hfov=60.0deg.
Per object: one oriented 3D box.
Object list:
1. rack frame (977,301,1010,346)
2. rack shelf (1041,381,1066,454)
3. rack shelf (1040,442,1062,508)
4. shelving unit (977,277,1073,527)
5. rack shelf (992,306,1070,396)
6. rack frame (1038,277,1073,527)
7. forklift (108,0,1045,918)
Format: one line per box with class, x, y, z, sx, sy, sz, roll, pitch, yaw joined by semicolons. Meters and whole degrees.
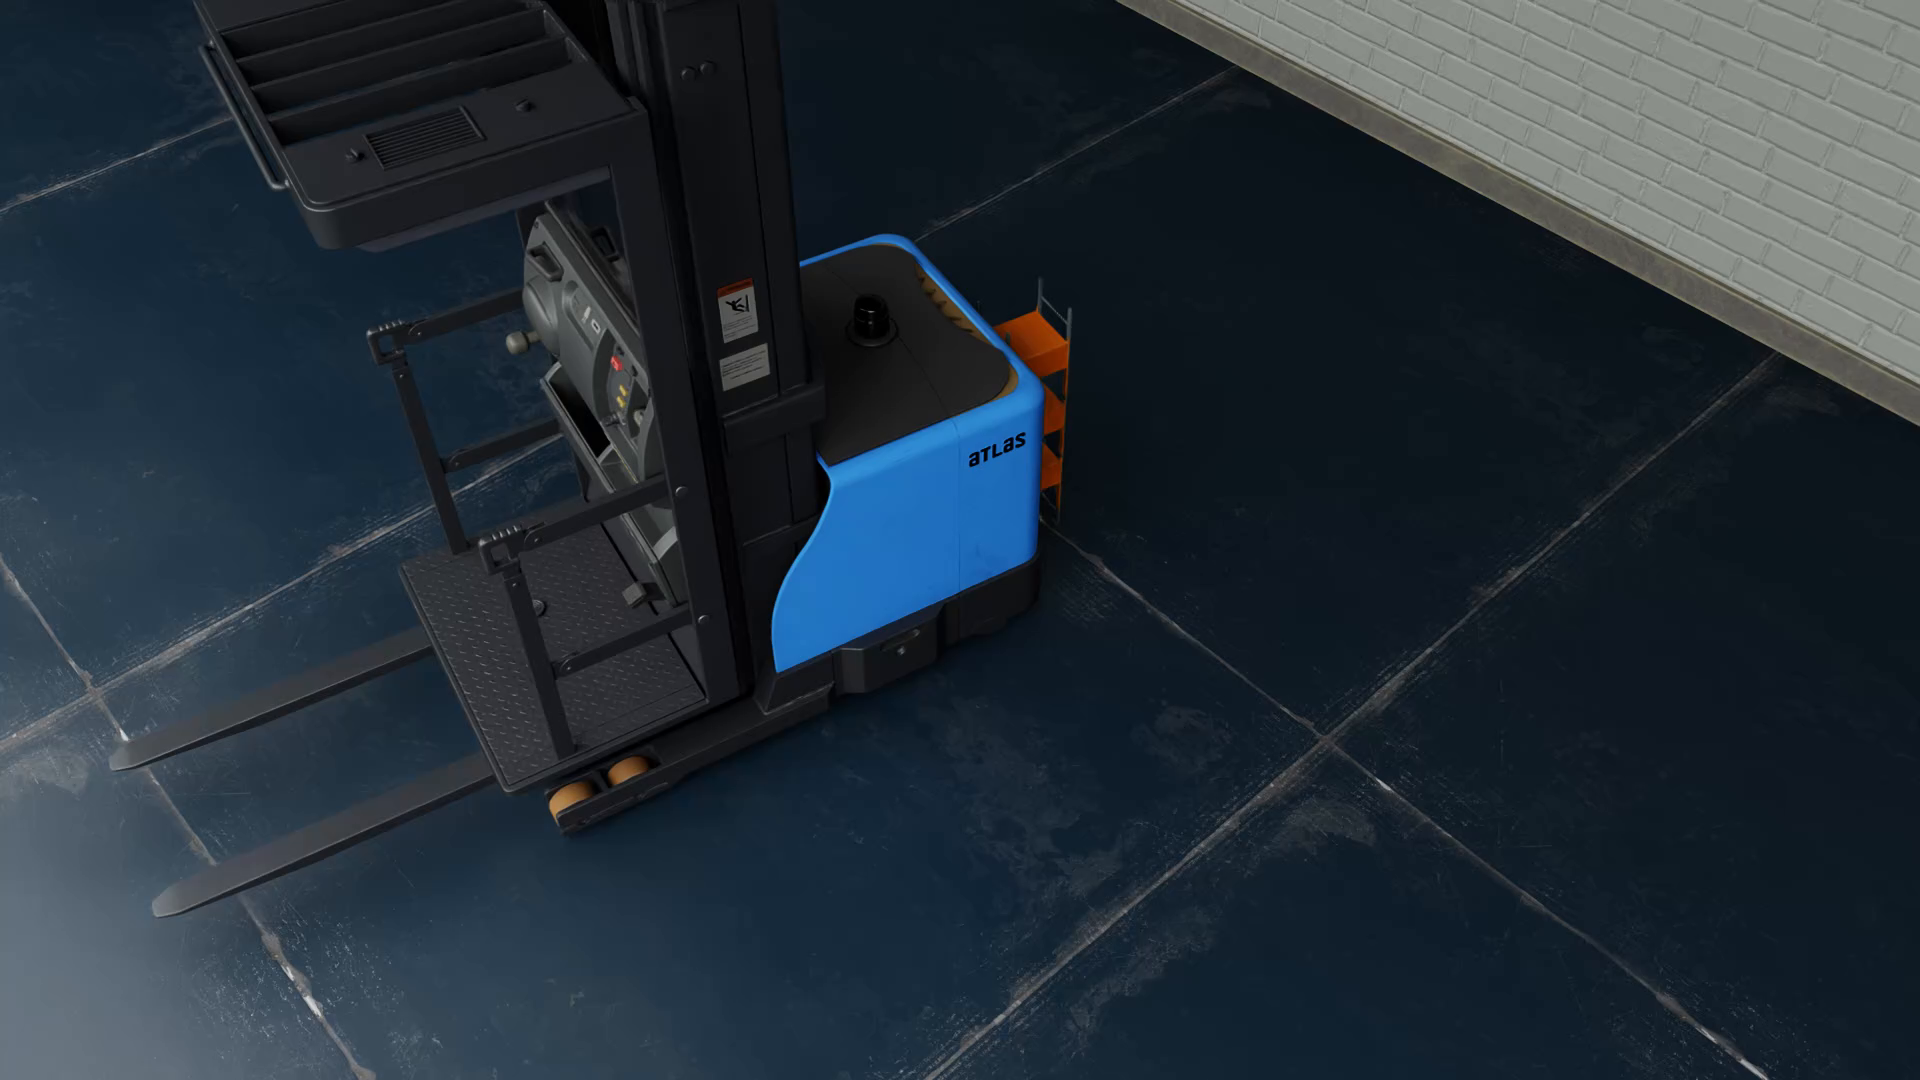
rack frame;0.111;-0.380;5.887;0.008;1.050;0.200;-23;52;-20
rack shelf;0.216;-0.419;5.936;0.240;0.259;0.215;-23;52;-20
rack shelf;0.216;-0.230;6.141;0.240;0.259;0.215;-23;52;-20
shelving unit;0.216;-0.426;5.929;0.252;1.050;0.215;-23;52;-20
rack shelf;0.216;-0.611;5.728;0.240;0.259;0.215;-23;52;-20
rack frame;0.321;-0.472;5.971;0.008;1.050;0.200;-23;52;-20
forklift;-1.246;-0.502;4.719;3.031;2.935;1.130;-23;52;-20
